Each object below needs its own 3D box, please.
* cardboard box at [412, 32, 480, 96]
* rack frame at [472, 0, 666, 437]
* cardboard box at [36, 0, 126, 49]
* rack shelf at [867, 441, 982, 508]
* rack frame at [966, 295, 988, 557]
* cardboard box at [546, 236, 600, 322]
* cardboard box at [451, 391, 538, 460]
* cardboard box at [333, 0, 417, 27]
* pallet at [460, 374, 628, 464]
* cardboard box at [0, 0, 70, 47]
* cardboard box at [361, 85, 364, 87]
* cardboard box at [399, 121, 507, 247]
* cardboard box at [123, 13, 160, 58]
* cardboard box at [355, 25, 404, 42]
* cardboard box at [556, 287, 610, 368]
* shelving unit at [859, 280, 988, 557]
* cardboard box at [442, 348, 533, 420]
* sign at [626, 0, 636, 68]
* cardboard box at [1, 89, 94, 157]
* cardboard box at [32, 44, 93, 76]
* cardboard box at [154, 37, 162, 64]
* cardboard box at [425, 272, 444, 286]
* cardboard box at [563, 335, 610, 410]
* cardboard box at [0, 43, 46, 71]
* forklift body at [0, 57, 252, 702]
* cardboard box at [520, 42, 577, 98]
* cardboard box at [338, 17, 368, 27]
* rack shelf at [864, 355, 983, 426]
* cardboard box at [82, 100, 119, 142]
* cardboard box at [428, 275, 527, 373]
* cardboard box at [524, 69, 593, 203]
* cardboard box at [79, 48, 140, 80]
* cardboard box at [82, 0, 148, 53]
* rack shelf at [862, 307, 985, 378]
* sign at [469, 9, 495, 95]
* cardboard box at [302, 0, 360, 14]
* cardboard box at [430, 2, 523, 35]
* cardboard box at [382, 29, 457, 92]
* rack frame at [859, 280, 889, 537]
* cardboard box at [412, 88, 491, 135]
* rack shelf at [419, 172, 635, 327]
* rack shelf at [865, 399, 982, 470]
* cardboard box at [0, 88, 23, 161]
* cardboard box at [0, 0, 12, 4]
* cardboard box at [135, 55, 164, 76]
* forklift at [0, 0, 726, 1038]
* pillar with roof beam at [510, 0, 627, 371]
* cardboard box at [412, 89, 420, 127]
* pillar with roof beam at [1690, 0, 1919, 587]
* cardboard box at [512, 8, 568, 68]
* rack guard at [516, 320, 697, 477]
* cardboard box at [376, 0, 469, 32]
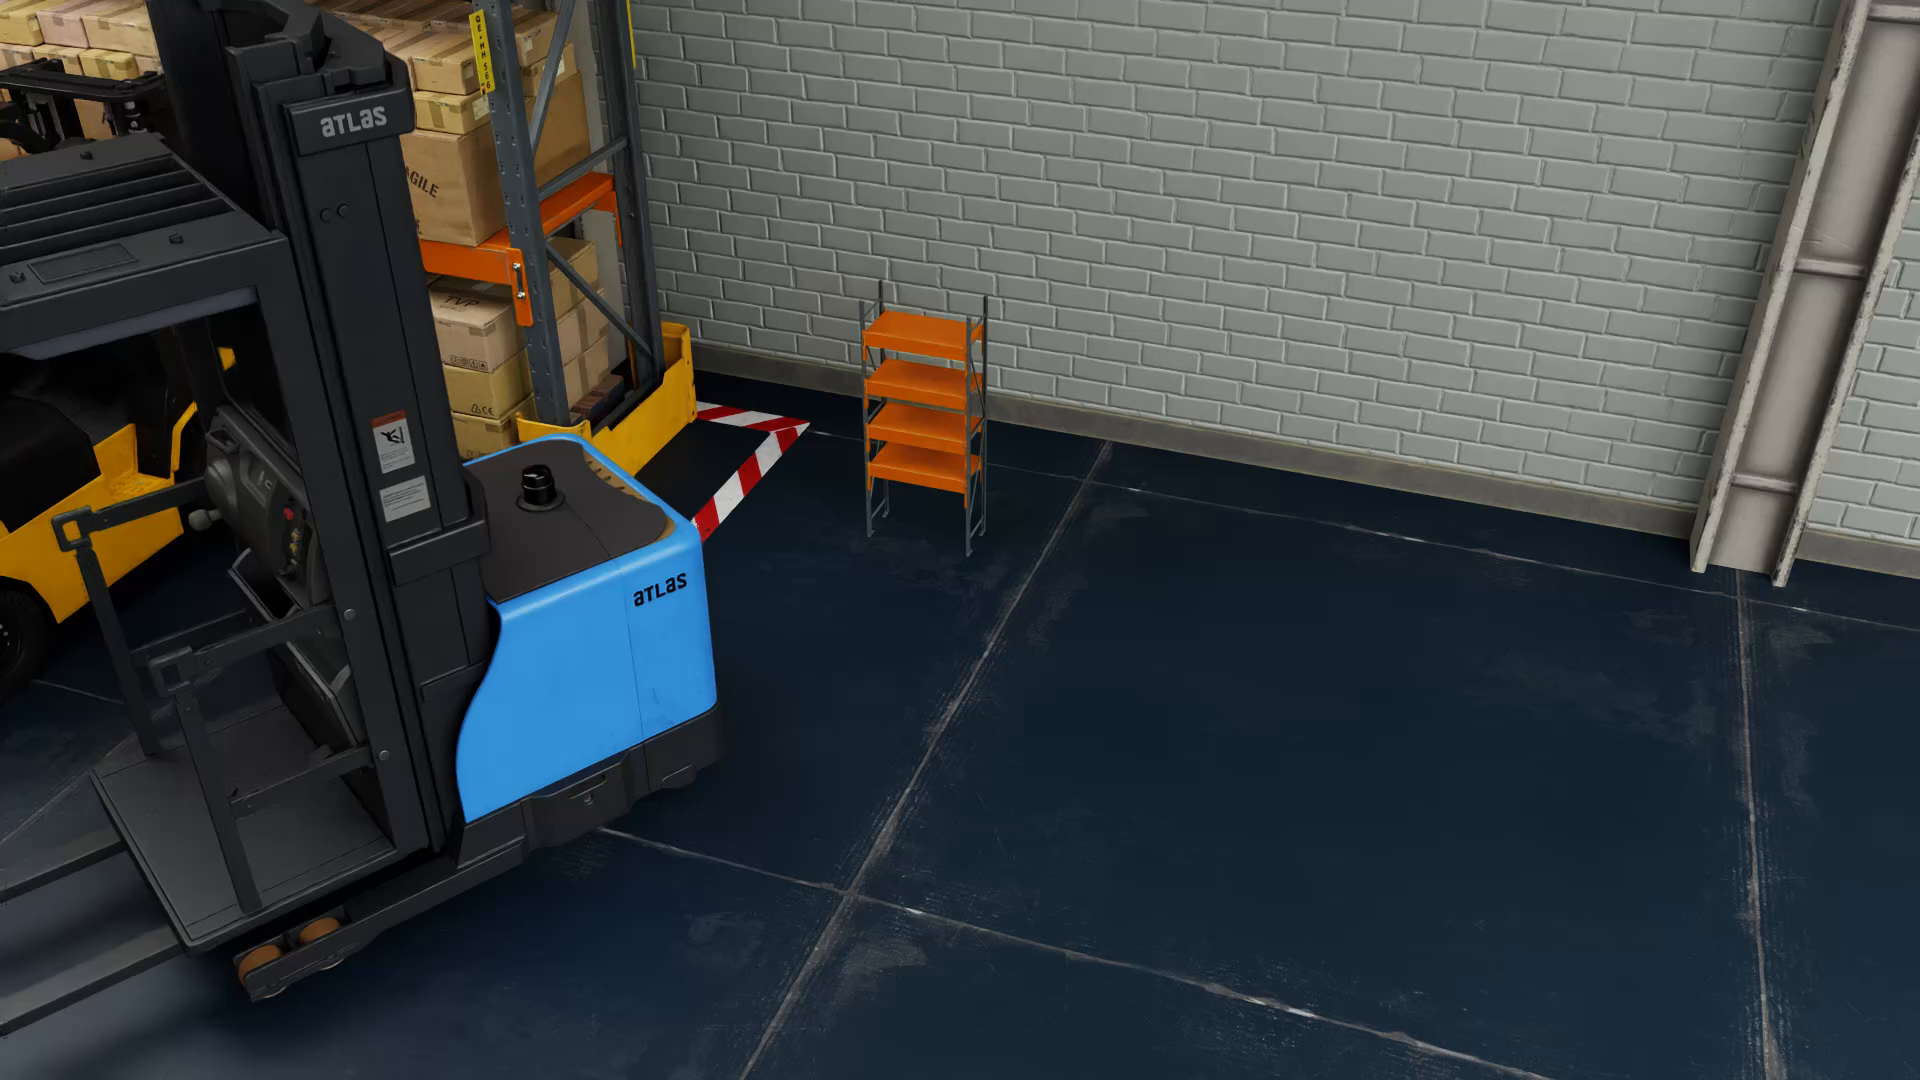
[{"bbox_3d":[-2.156,-2.071,7.228,0.250,0.149,0.380,11,34,17],"label":"cardboard box"},{"bbox_3d":[-1.747,-1.674,7.577,0.127,3.000,1.000,11,34,16],"label":"rack frame"},{"bbox_3d":[-4.073,-2.440,7.800,0.250,0.149,0.380,11,34,16],"label":"cardboard box"},{"bbox_3d":[-0.156,-0.311,7.616,0.480,0.148,0.258,11,34,16],"label":"rack shelf"},{"bbox_3d":[0.074,-0.490,7.402,0.015,1.200,0.240,11,34,16],"label":"rack frame"},{"bbox_3d":[-2.136,-1.300,8.224,0.500,0.250,0.500,10,34,16],"label":"cardboard box"},{"bbox_3d":[-2.296,-0.620,8.092,0.500,0.250,0.500,11,35,17],"label":"cardboard box"},{"bbox_3d":[-2.708,-2.443,7.804,0.250,0.149,0.380,11,35,17],"label":"cardboard box"},{"bbox_3d":[-2.481,-0.621,8.517,1.213,0.211,1.003,11,34,16],"label":"pallet"},{"bbox_3d":[-4.332,-2.459,7.828,0.250,0.149,0.380,10,34,16],"label":"cardboard box"},{"bbox_3d":[-2.643,-2.019,7.422,0.250,0.149,0.380,12,35,17],"label":"cardboard box"},{"bbox_3d":[-2.299,-1.672,7.482,0.500,0.500,0.500,10,34,15],"label":"cardboard box"},{"bbox_3d":[-3.602,-2.349,7.658,0.250,0.149,0.380,12,35,17],"label":"cardboard box"},{"bbox_3d":[-2.654,-2.135,7.326,0.250,0.149,0.380,12,35,18],"label":"cardboard box"},{"bbox_3d":[-2.120,-1.097,8.371,0.500,0.250,0.500,12,35,17],"label":"cardboard box"},{"bbox_3d":[-0.156,-0.534,7.471,0.503,1.200,0.258,11,34,16],"label":"shelving unit"},{"bbox_3d":[-2.311,-0.835,7.964,0.500,0.250,0.500,11,34,16],"label":"cardboard box"},{"bbox_3d":[-1.555,-2.353,7.758,0.005,0.325,0.100,11,34,16],"label":"sign"},{"bbox_3d":[-4.210,-2.054,8.074,0.500,0.500,0.500,11,34,16],"label":"cardboard box"},{"bbox_3d":[-4.106,-2.279,7.824,0.250,0.149,0.380,10,34,15],"label":"cardboard box"},{"bbox_3d":[-3.391,-2.254,7.511,0.250,0.149,0.380,12,35,17],"label":"cardboard box"},{"bbox_3d":[-2.769,-1.131,7.962,0.500,0.250,0.500,12,35,17],"label":"cardboard box"},{"bbox_3d":[-2.144,-0.885,8.503,0.500,0.250,0.500,11,34,17],"label":"cardboard box"},{"bbox_3d":[-4.349,-2.316,7.881,0.250,0.149,0.380,11,34,16],"label":"cardboard box"},{"bbox_3d":[-4.148,-0.733,6.902,1.214,2.155,2.313,11,34,16],"label":"forklift body"},{"bbox_3d":[-1.979,-2.183,7.675,0.250,0.149,0.380,10,34,15],"label":"cardboard box"},{"bbox_3d":[-2.863,-2.218,7.456,0.250,0.149,0.380,11,35,17],"label":"cardboard box"},{"bbox_3d":[-0.156,-0.666,7.387,0.480,0.148,0.258,11,34,16],"label":"rack shelf"},{"bbox_3d":[-3.744,-1.952,7.915,0.500,0.500,0.500,11,35,17],"label":"cardboard box"},{"bbox_3d":[-2.286,-1.040,7.822,0.500,0.250,0.500,12,35,18],"label":"cardboard box"},{"bbox_3d":[-2.120,-1.948,7.910,0.500,0.500,0.500,12,35,18],"label":"cardboard box"},{"bbox_3d":[-3.853,-2.235,7.756,0.250,0.149,0.380,10,34,15],"label":"cardboard box"},{"bbox_3d":[-3.833,-2.404,7.743,0.250,0.149,0.380,11,34,17],"label":"cardboard box"},{"bbox_3d":[-0.156,-0.864,7.258,0.480,0.148,0.258,11,34,16],"label":"rack shelf"},{"bbox_3d":[-1.944,-1.985,6.774,0.005,0.325,0.100,11,34,16],"label":"sign"},{"bbox_3d":[-2.964,-2.479,7.859,0.250,0.149,0.380,12,35,18],"label":"cardboard box"},{"bbox_3d":[-2.221,-2.365,7.682,0.250,0.149,0.380,12,35,18],"label":"cardboard box"},{"bbox_3d":[-2.398,-2.101,7.274,0.250,0.149,0.380,11,34,17],"label":"cardboard box"},{"bbox_3d":[-0.386,-0.579,7.541,0.015,1.200,0.240,11,34,16],"label":"rack frame"},{"bbox_3d":[-2.168,-1.909,7.251,0.250,0.149,0.380,12,35,17],"label":"cardboard box"},{"bbox_3d":[-3.630,-1.738,8.339,4.000,0.370,1.077,11,34,16],"label":"rack shelf"},{"bbox_3d":[-0.156,-0.478,7.508,0.480,0.148,0.258,11,34,16],"label":"rack shelf"},{"bbox_3d":[-4.687,-2.147,8.217,0.500,0.500,0.500,12,35,17],"label":"cardboard box"},{"bbox_3d":[-4.585,-2.492,7.880,0.250,0.149,0.380,12,35,18],"label":"cardboard box"},{"bbox_3d":[-3.589,-2.223,7.737,0.250,0.149,0.380,11,34,16],"label":"cardboard box"},{"bbox_3d":[-2.359,-0.061,5.143,3.031,2.935,1.130,-24,40,-32],"label":"forklift"},{"bbox_3d":[-3.551,-2.584,3.456,0.400,9.000,9.100,11,34,16],"label":"pillar with roof beam"},{"bbox_3d":[-2.419,-1.940,7.300,0.250,0.149,0.380,12,35,17],"label":"cardboard box"},{"bbox_3d":[2.097,-1.486,1.755,0.400,9.000,9.100,11,34,16],"label":"pillar with roof beam"},{"bbox_3d":[-1.991,-2.284,7.558,0.250,0.149,0.380,10,34,16],"label":"cardboard box"},{"bbox_3d":[-1.725,-0.619,8.248,0.348,0.500,1.175,11,34,16],"label":"rack guard"},{"bbox_3d":[-2.480,-2.390,7.722,0.250,0.149,0.380,12,35,17],"label":"cardboard box"}]
